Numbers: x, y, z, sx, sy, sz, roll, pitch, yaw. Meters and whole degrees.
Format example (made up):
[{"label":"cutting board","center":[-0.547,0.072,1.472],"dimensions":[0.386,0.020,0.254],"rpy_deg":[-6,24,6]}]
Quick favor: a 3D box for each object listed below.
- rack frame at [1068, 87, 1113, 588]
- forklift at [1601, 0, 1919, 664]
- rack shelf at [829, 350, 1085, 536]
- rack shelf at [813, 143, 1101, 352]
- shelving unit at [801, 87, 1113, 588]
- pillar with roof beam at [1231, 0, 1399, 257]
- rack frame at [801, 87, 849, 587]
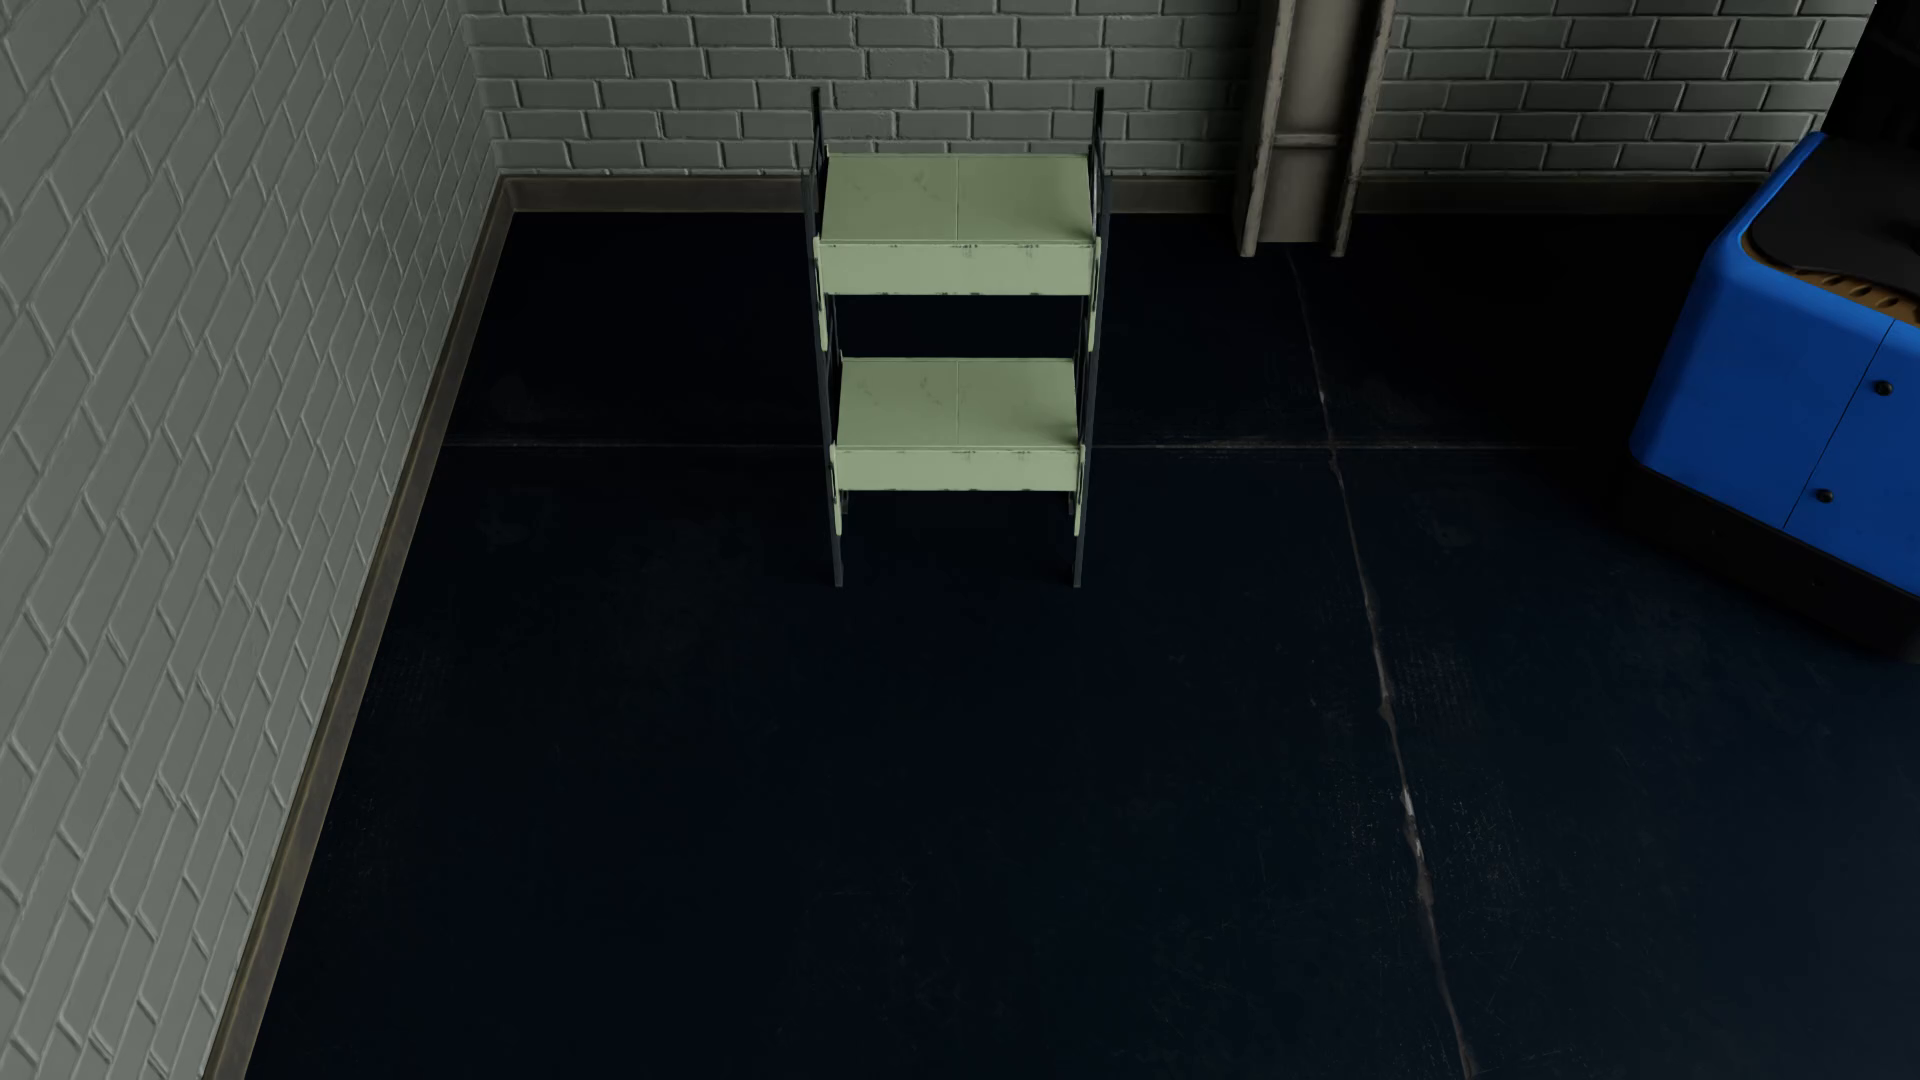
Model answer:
[{"label":"rack frame","center":[0.359,-0.510,4.700],"dimensions":[0.023,1.500,0.400],"rpy_deg":[0,47,0]},{"label":"forklift","center":[3.362,-1.652,4.785],"dimensions":[1.130,2.935,3.031],"rpy_deg":[32,55,26]},{"label":"rack shelf","center":[-0.007,-0.289,4.940],"dimensions":[0.720,0.370,0.431],"rpy_deg":[0,47,0]},{"label":"rack shelf","center":[-0.007,-0.777,4.415],"dimensions":[0.720,0.370,0.431],"rpy_deg":[0,47,0]},{"label":"shelving unit","center":[-0.007,-0.511,4.701],"dimensions":[0.755,1.500,0.431],"rpy_deg":[0,47,0]},{"label":"pillar with roof beam","center":[1.231,-1.091,0.117],"dimensions":[0.400,9.000,9.100],"rpy_deg":[0,47,0]},{"label":"rack frame","center":[-0.373,-0.512,4.702],"dimensions":[0.023,1.500,0.400],"rpy_deg":[0,47,0]}]
